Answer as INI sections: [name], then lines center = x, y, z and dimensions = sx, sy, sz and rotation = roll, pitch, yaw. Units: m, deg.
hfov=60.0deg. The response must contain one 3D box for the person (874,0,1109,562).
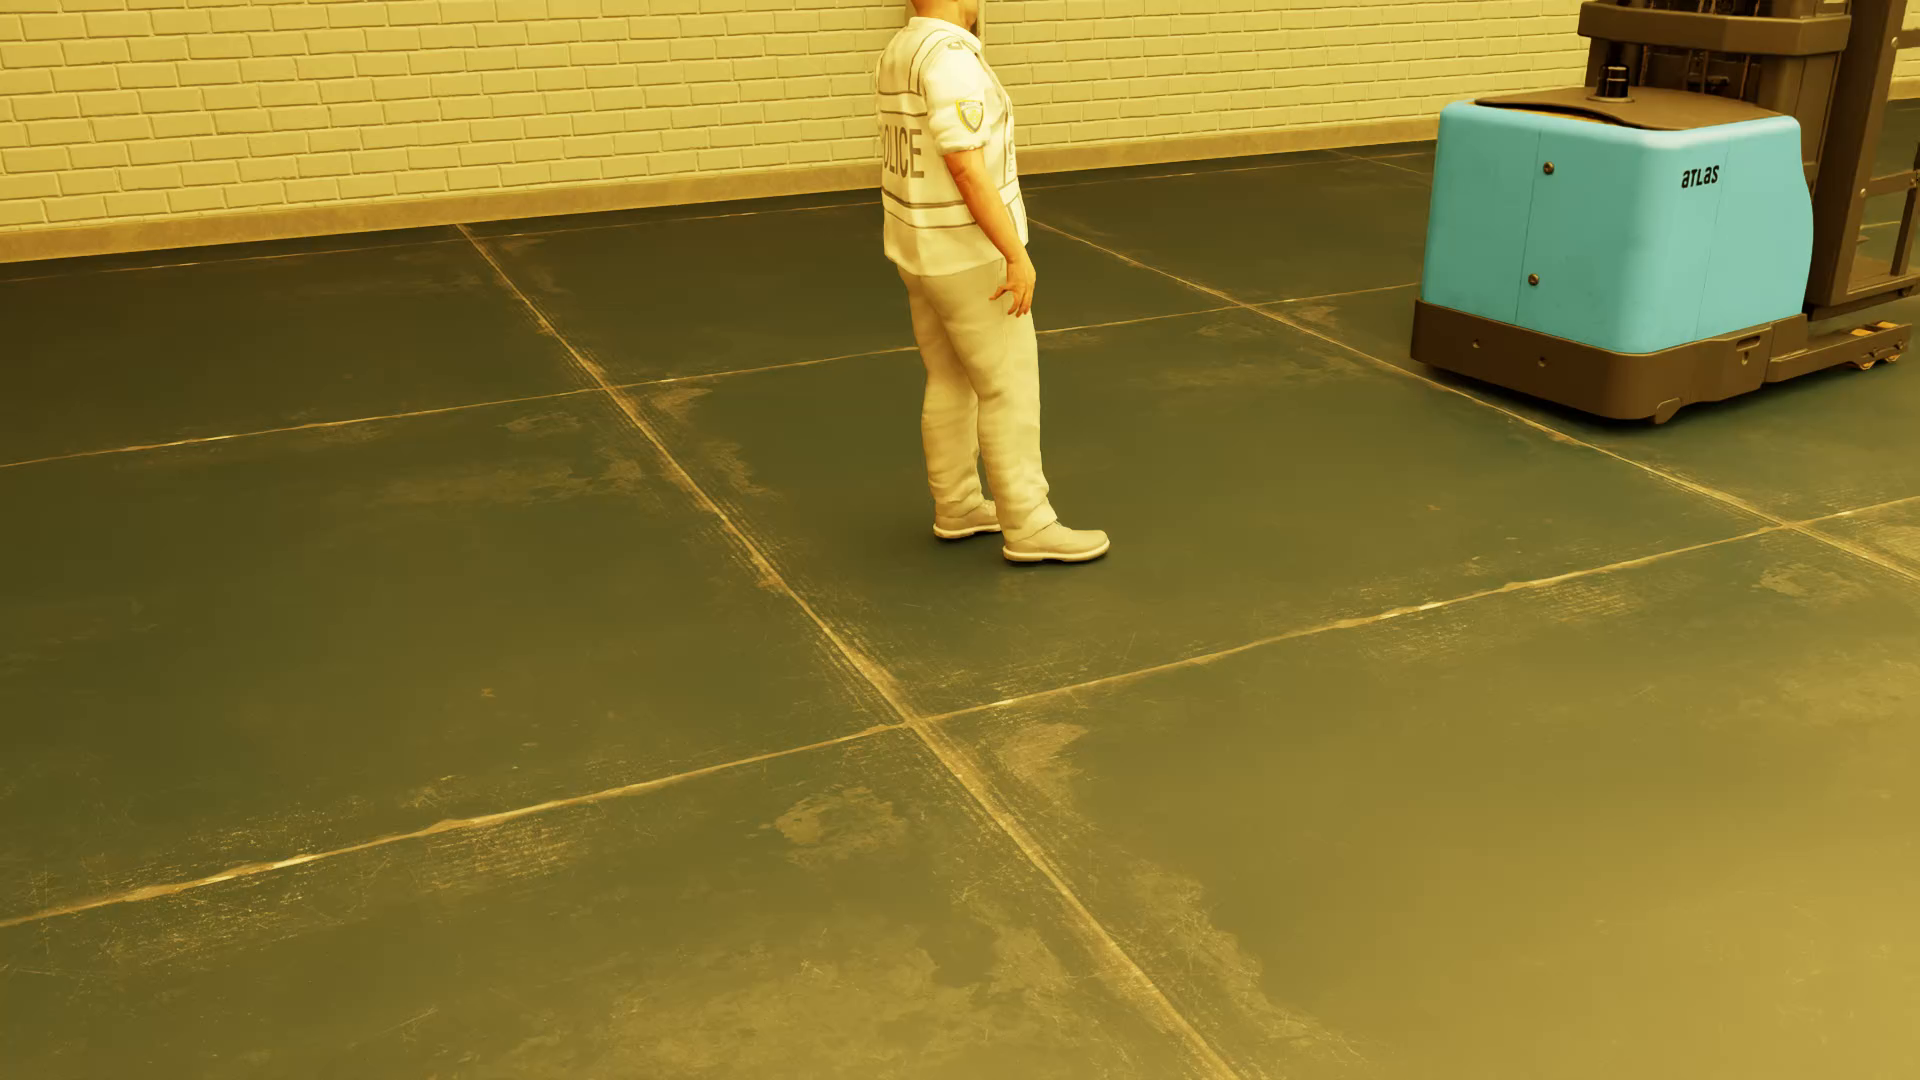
[person]
center = 0.076, -0.839, 4.783
dimensions = 0.574, 1.780, 0.641
rotation = -10, 25, -23

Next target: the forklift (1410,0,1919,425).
[forklift]
center = 3.314, -2.196, 6.572
dimensions = 3.031, 2.935, 1.130
rotation = -15, 27, -32
